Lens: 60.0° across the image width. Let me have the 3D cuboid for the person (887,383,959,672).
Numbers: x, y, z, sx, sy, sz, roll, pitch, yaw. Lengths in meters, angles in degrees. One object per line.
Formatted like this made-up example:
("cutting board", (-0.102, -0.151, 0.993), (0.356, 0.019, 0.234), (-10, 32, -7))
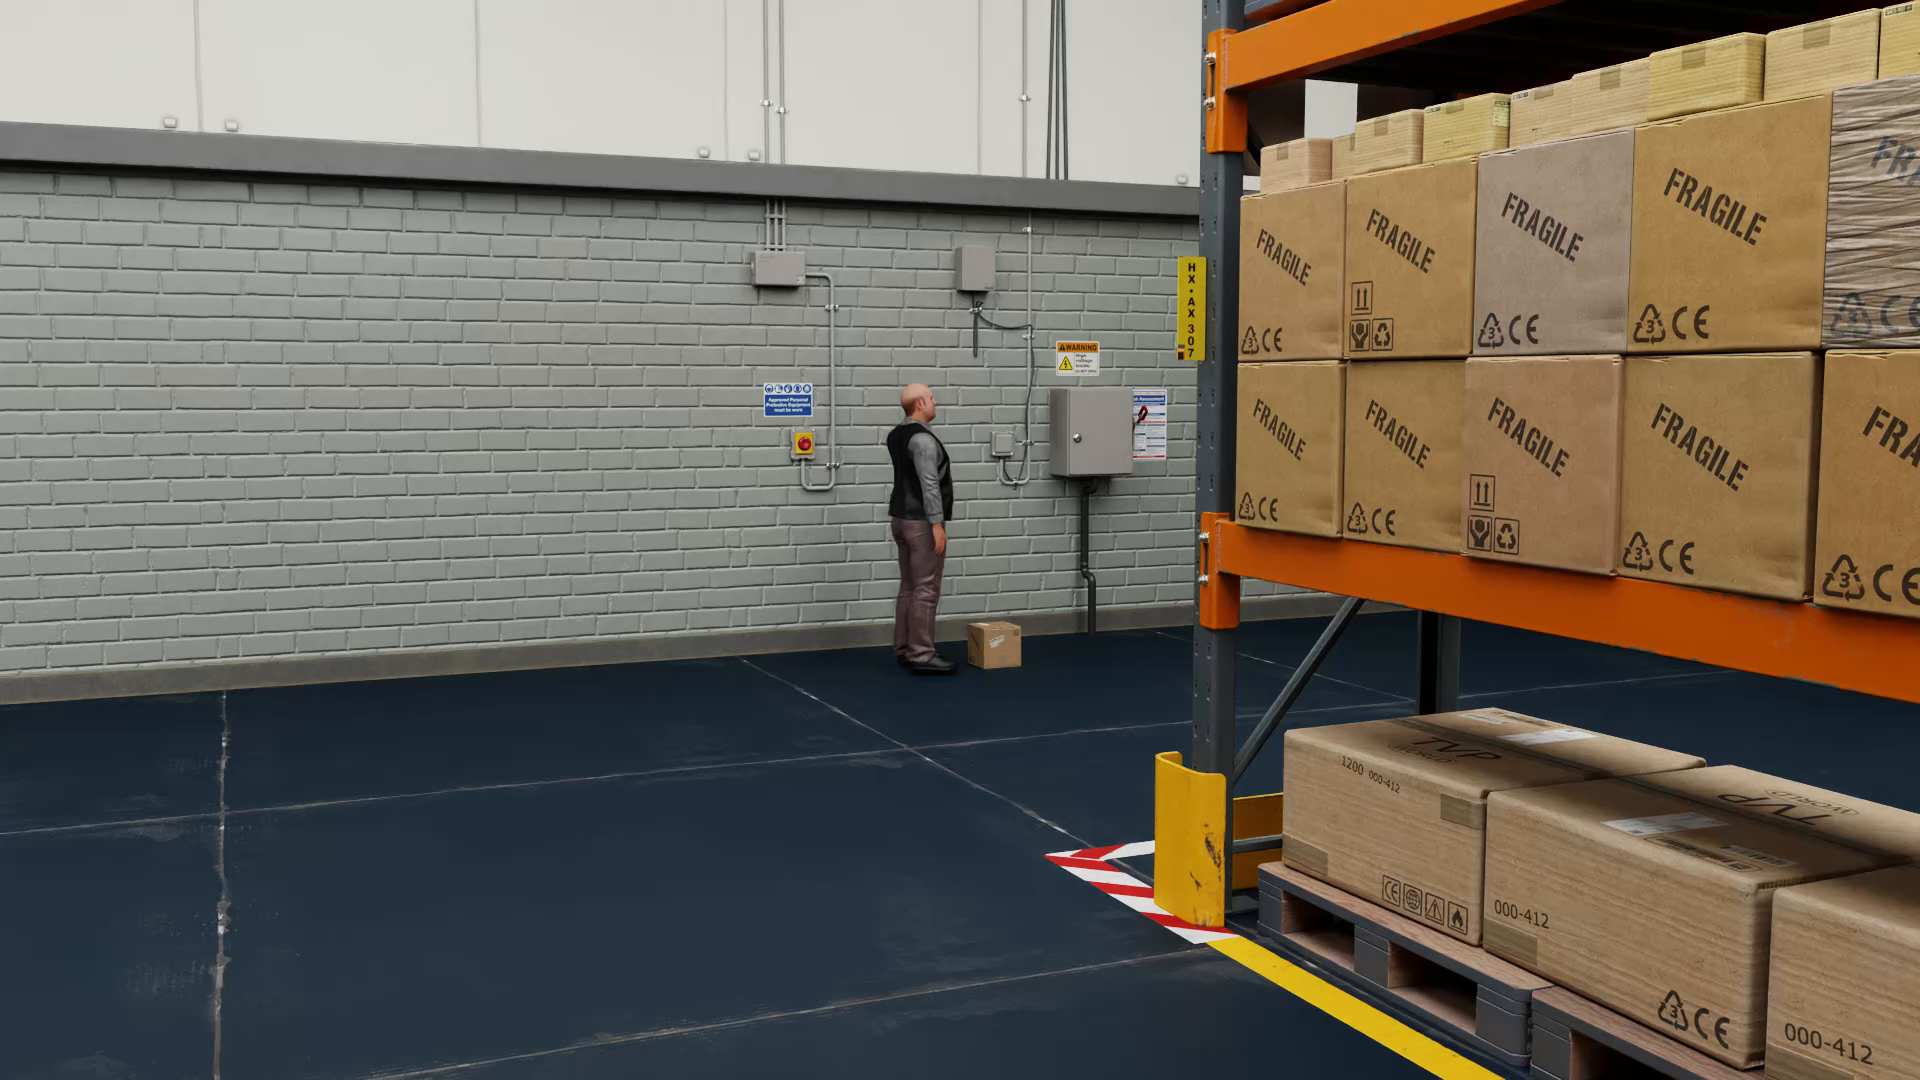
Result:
("person", (-0.223, -0.084, 10.049), (0.374, 1.722, 0.548), (-2, 6, -24))
